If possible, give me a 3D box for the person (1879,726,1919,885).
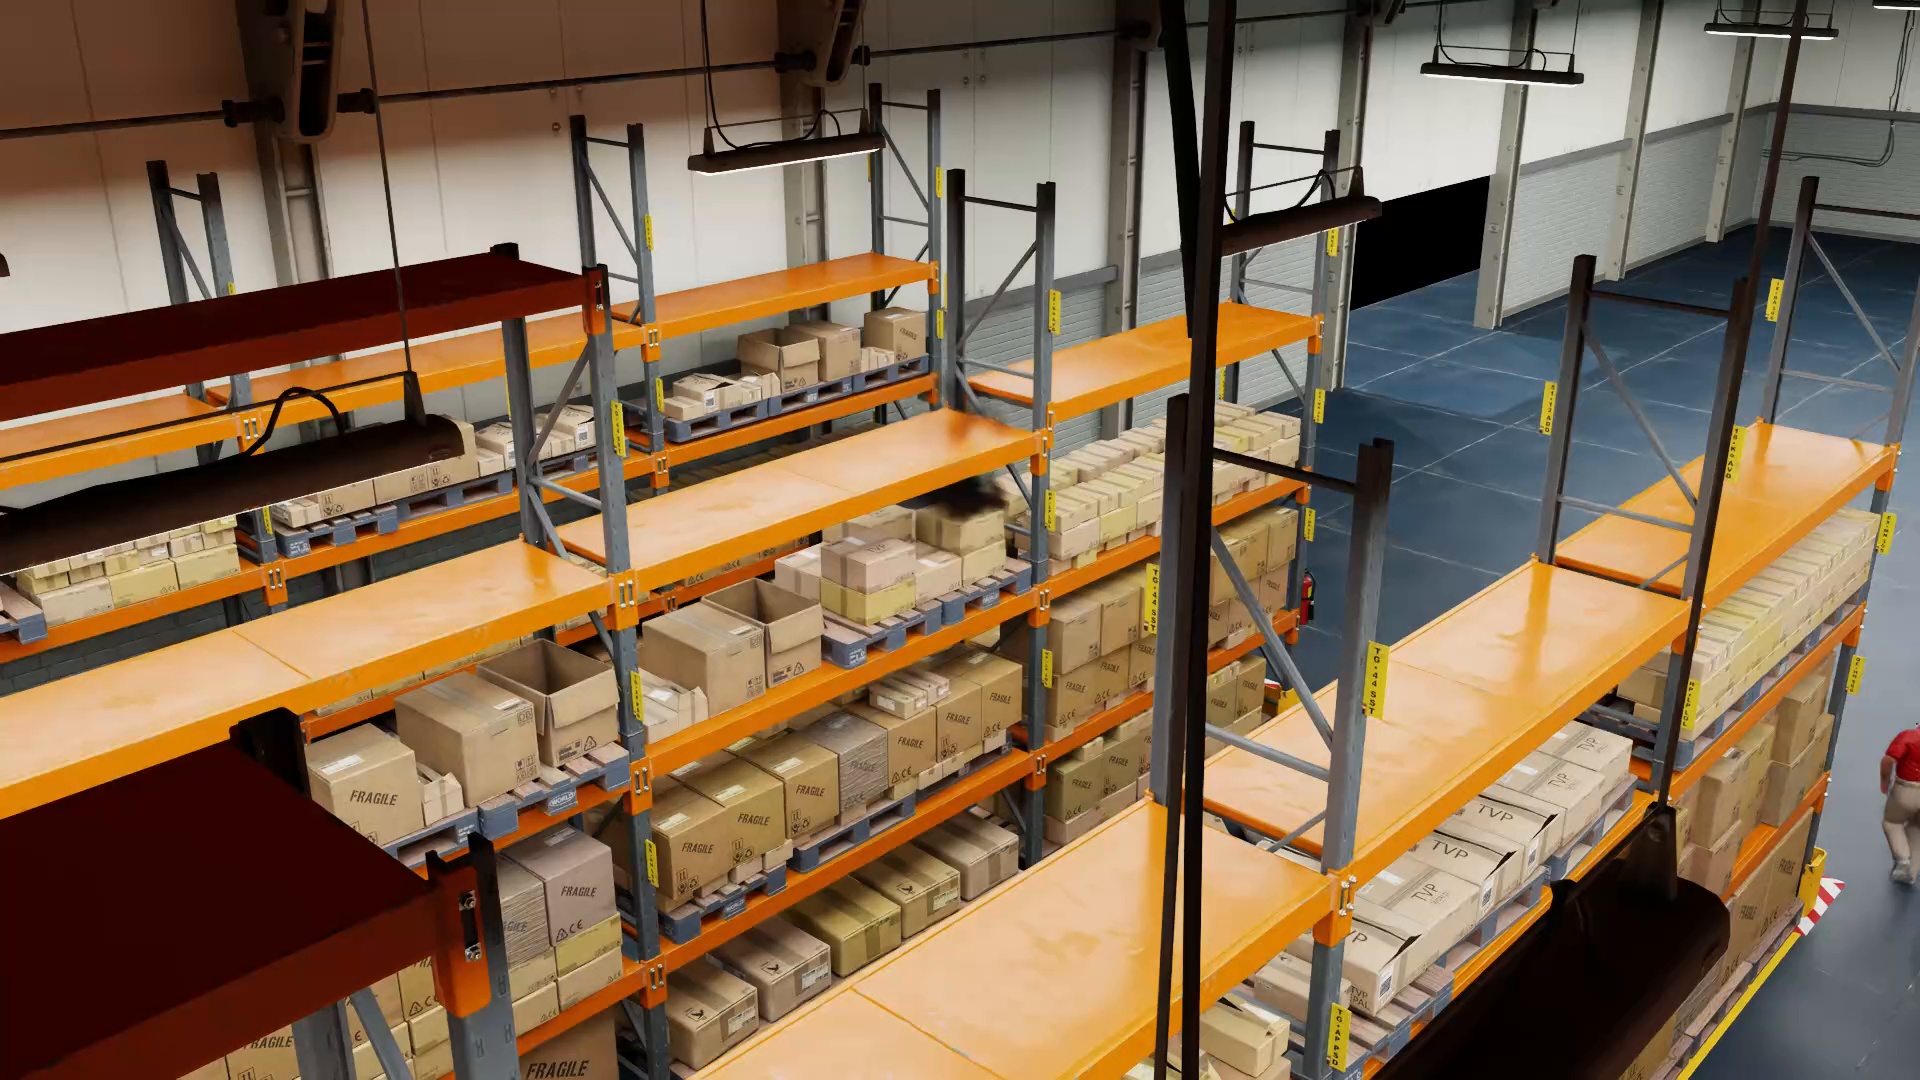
[{"bbox_3d":[8.134,2.168,14.164,0.710,1.702,0.604,5,22,13],"label":"person"}]
